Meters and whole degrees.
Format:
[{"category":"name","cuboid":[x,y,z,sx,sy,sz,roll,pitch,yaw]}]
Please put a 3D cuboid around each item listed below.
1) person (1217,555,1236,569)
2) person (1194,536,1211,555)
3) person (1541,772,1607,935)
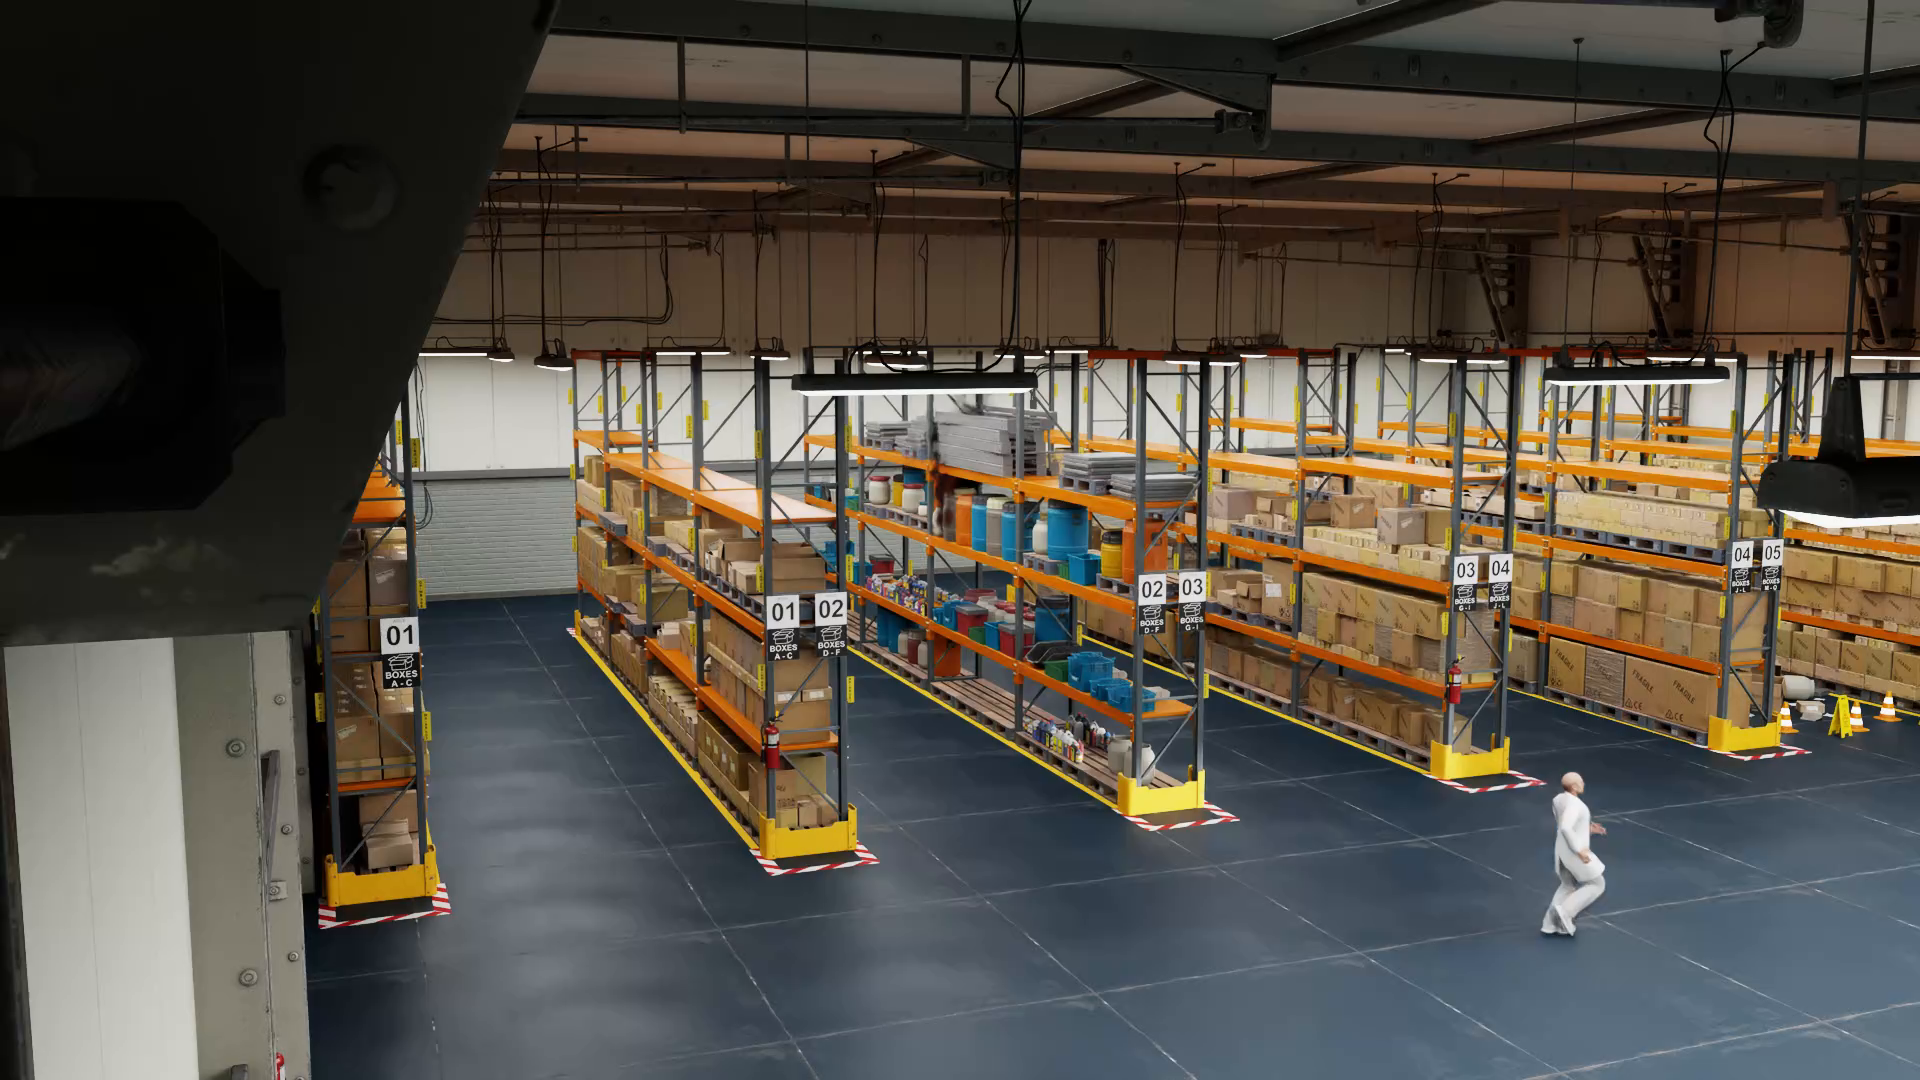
[{"category":"person","cuboid":[6.788,0.255,41.852,0.764,1.835,0.630,-3,8,-22]},{"category":"person","cuboid":[6.020,0.352,41.533,0.624,1.631,0.601,-4,8,-28]},{"category":"person","cuboid":[6.478,3.294,17.461,0.672,1.740,0.690,-1,7,-5]}]
